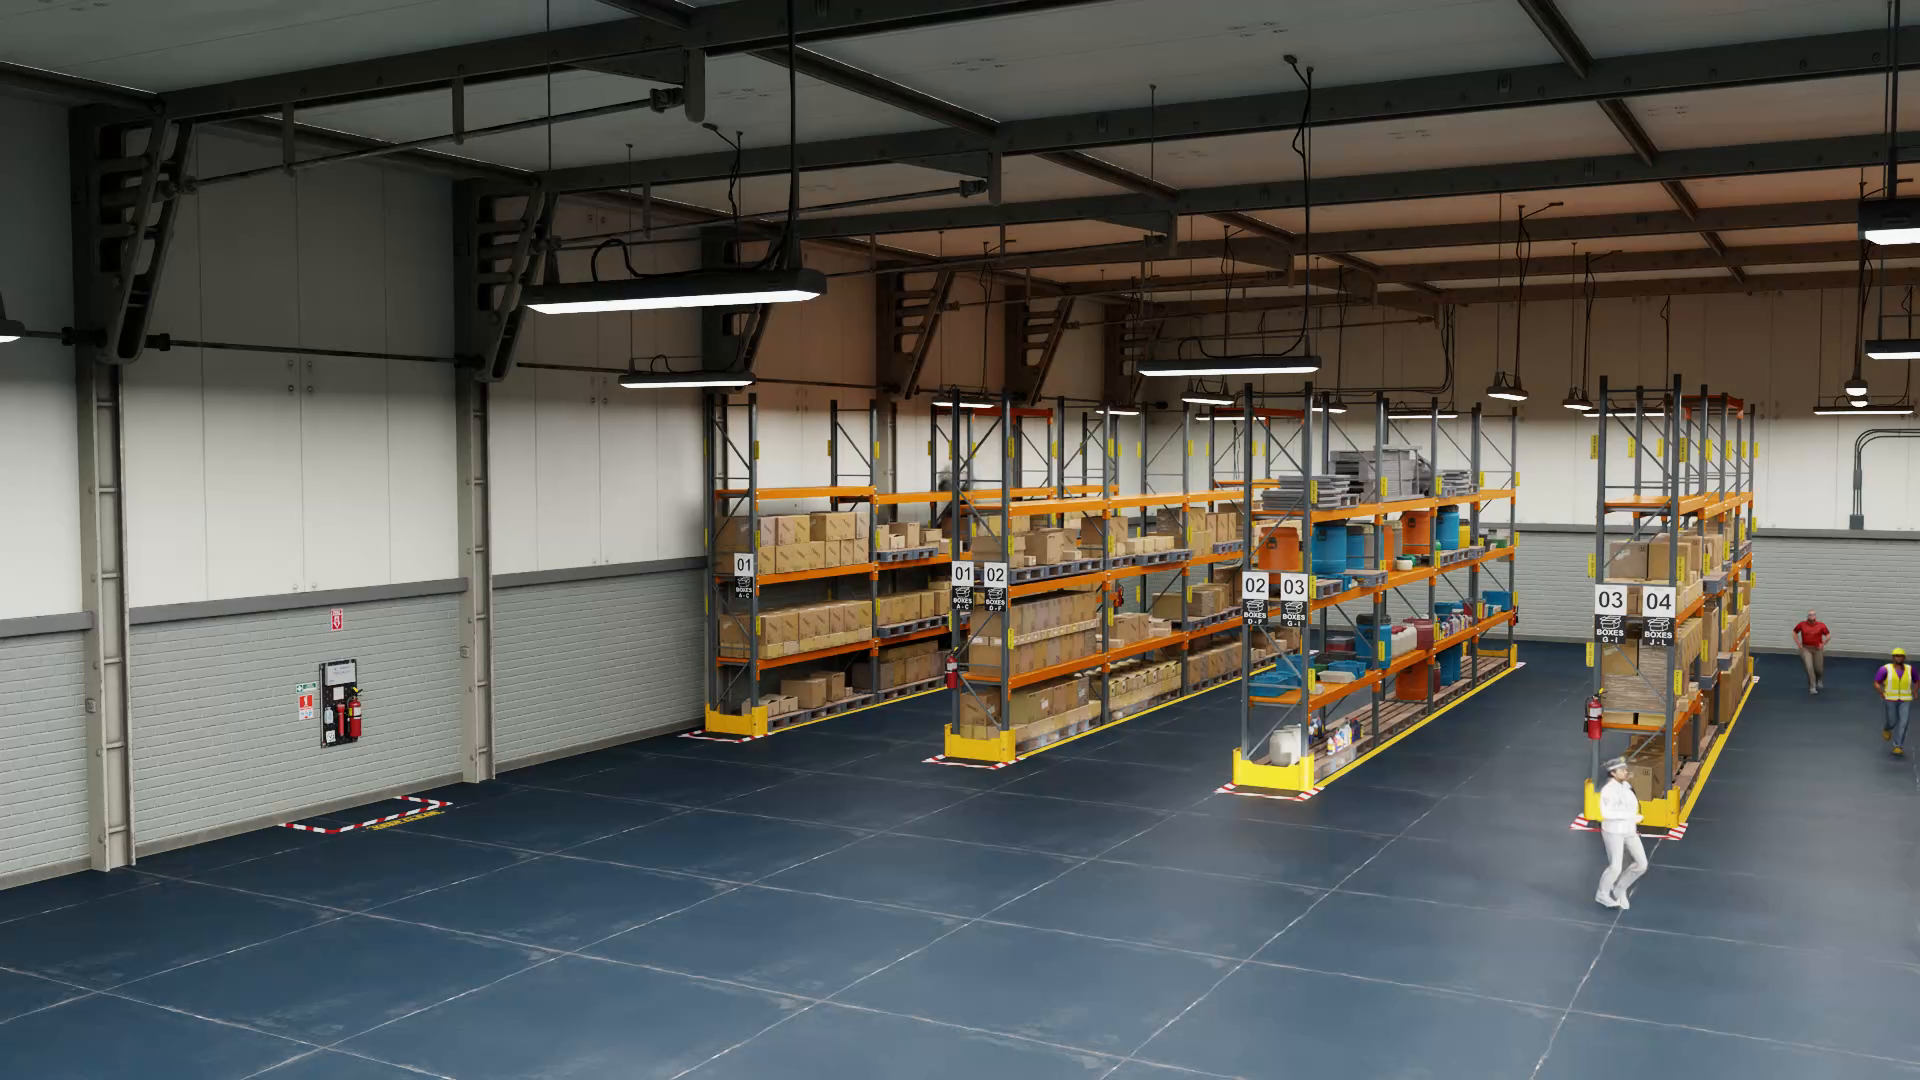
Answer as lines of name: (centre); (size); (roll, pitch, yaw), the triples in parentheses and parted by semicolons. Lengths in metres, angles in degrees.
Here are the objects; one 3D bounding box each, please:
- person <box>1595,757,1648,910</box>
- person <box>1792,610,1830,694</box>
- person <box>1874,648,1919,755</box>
person: (7.199, 3.187, 18.030); (0.596, 1.690, 0.614); (-2, 4, -31)
person: (17.642, 2.303, 34.486); (0.705, 1.707, 0.756); (2, 3, 26)
person: (15.519, 2.653, 27.513); (0.700, 1.739, 0.801); (1, 3, 19)
